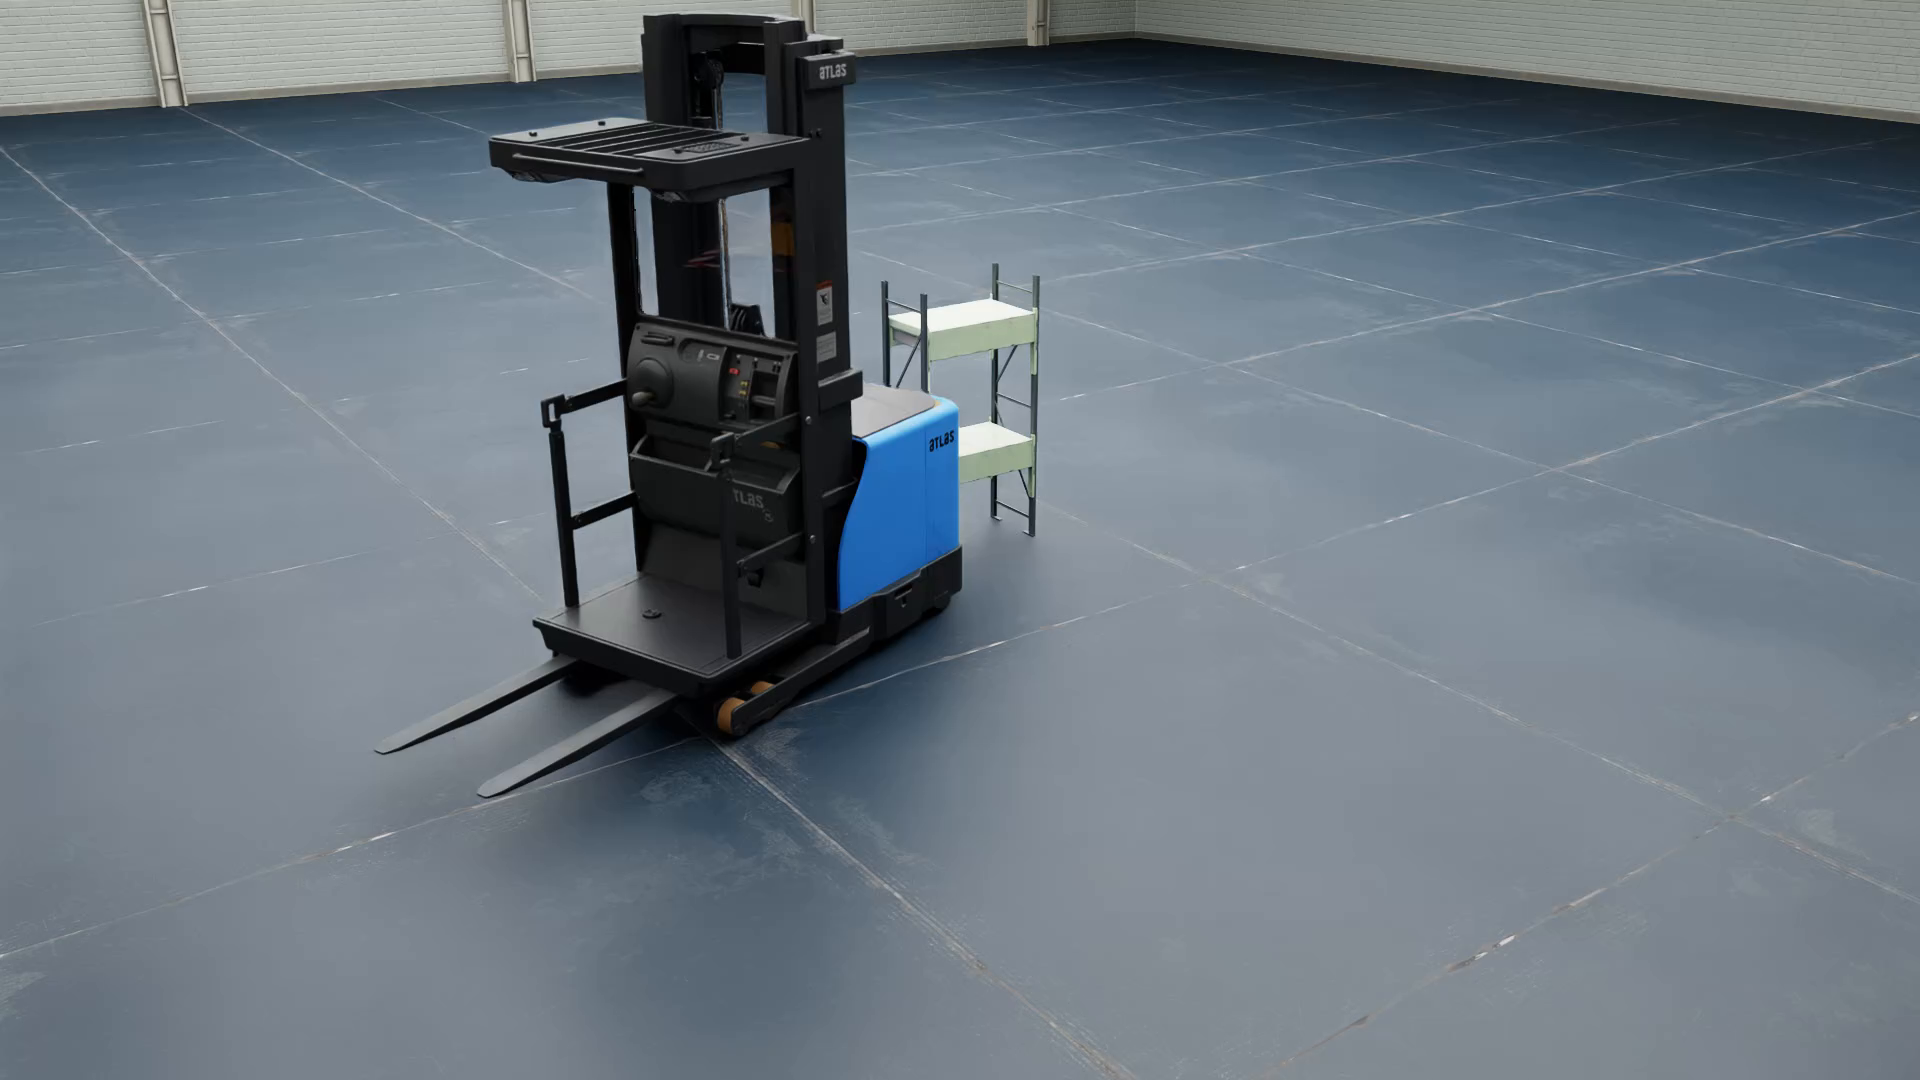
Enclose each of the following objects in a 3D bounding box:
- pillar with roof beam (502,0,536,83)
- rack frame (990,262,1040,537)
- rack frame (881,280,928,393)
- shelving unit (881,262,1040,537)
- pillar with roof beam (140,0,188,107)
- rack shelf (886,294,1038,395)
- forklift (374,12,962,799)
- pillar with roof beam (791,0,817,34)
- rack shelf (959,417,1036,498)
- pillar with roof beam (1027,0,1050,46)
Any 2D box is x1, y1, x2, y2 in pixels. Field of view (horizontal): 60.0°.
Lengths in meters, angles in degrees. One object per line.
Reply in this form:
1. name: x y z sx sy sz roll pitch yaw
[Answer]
1. pillar with roof beam: -5.493 -11.294 25.559 0.400 9.000 9.100 -15 26 -33
2. rack frame: 0.303 -0.777 9.321 0.023 1.500 0.400 -15 26 -33
3. rack frame: -0.292 -0.619 8.923 0.023 1.500 0.400 -15 26 -33
4. shelving unit: 0.005 -0.698 9.122 0.755 1.500 0.431 -15 26 -33
5. pillar with roof beam: -10.364 -9.996 22.304 0.400 9.000 9.100 -15 26 -33
6. rack shelf: 0.005 -1.061 8.977 0.720 0.370 0.431 -15 26 -33
7. forklift: -1.232 -0.706 7.210 1.130 2.935 3.031 14 26 31
8. pillar with roof beam: -0.623 -12.593 28.813 0.400 9.000 9.100 -15 26 -33
9. rack shelf: 0.005 -0.395 9.243 0.720 0.370 0.431 -15 26 -33
10. pillar with roof beam: 4.248 -13.892 32.068 0.400 9.000 9.100 -15 26 -33
